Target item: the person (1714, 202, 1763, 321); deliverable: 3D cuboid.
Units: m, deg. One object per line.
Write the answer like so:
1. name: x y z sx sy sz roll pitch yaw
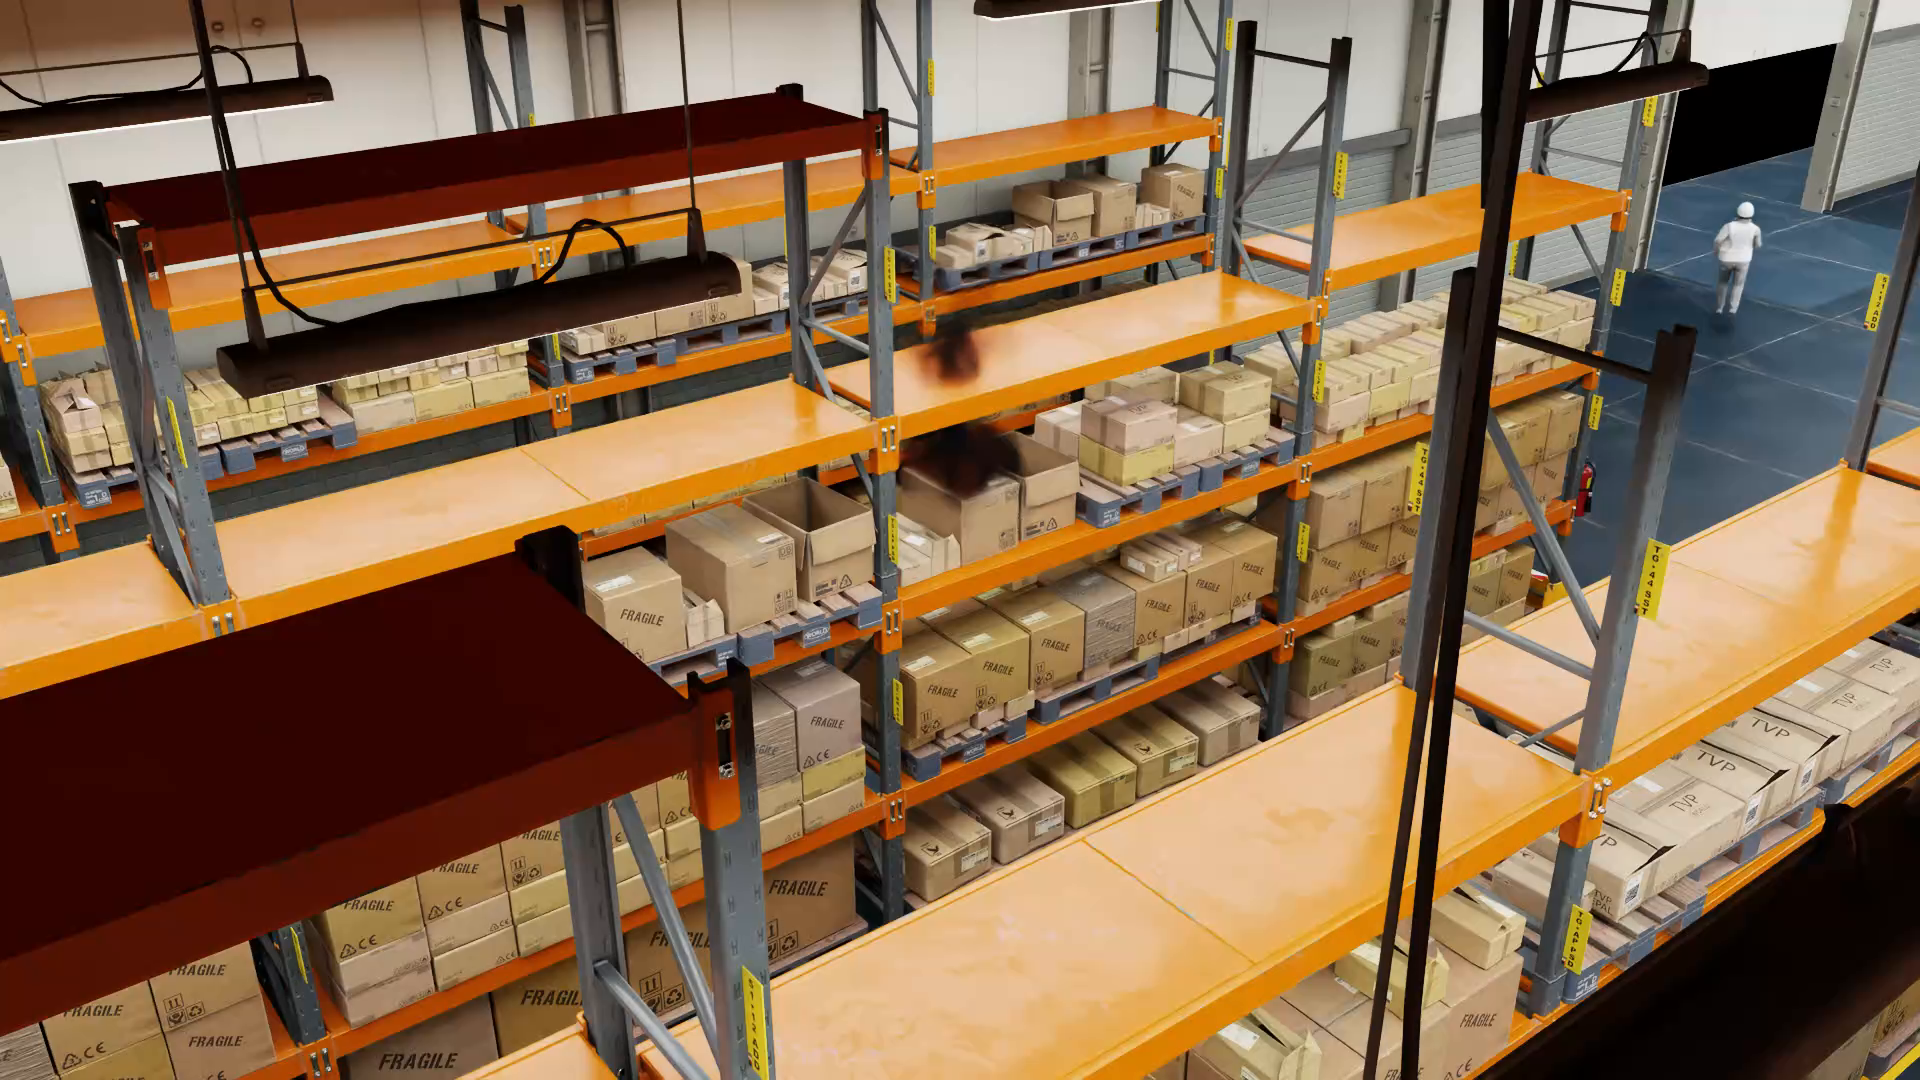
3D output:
1. person: 11.389 -4.111 24.458 0.661 1.751 0.963 10 28 20
